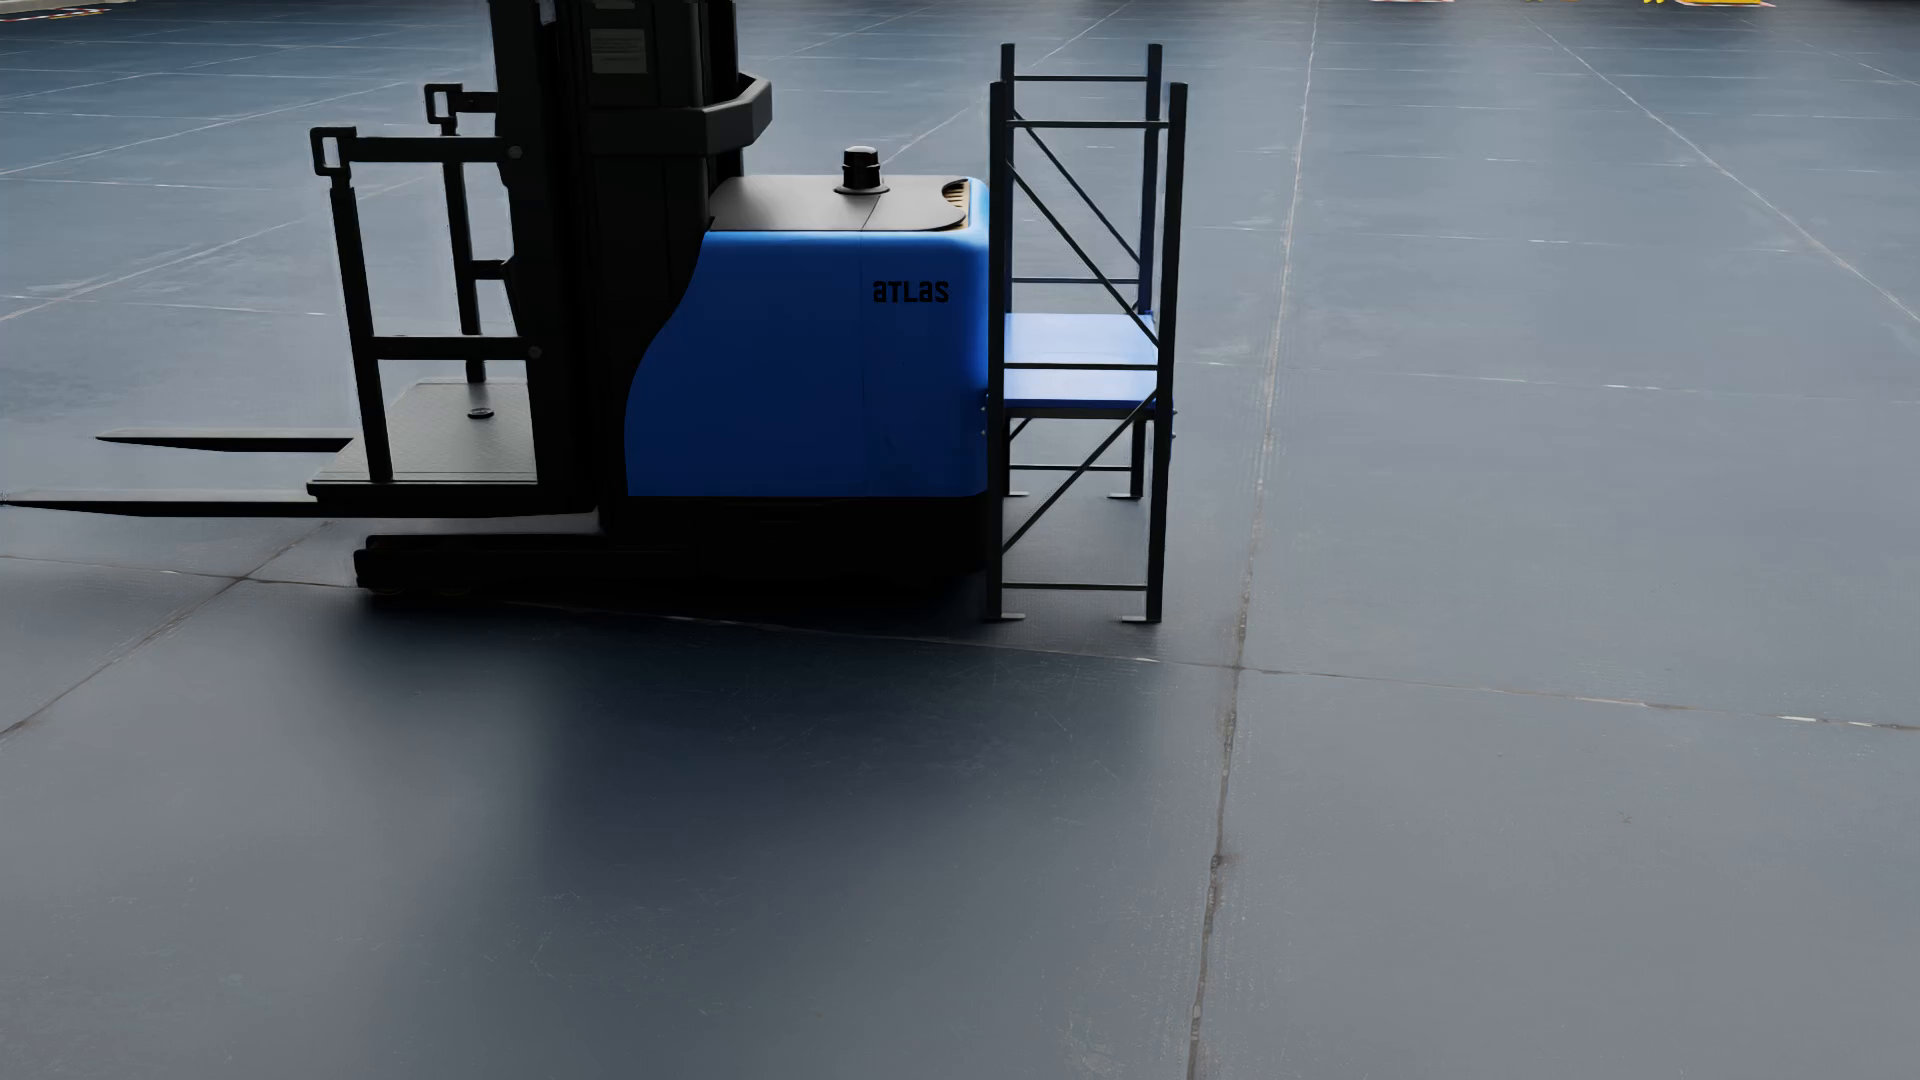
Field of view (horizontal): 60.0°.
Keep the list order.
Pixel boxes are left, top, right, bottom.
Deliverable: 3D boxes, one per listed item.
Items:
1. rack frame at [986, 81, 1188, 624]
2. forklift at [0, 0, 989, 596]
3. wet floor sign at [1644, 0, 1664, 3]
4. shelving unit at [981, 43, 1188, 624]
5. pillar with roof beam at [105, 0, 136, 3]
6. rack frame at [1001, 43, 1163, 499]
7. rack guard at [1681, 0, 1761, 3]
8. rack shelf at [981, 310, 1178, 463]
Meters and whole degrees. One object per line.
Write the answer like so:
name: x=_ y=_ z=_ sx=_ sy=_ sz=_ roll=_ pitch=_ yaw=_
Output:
rack frame: x=0.327 y=-0.467 z=4.505 sx=0.500 sy=1.500 sz=0.032 roll=1 pitch=22 yaw=3
forklift: x=-1.412 y=-1.390 z=4.881 sx=3.031 sy=2.935 sz=1.130 roll=0 pitch=22 yaw=1
wet floor sign: x=11.347 y=-9.092 z=27.066 sx=0.267 sy=0.644 sz=0.232 roll=13 pitch=25 yaw=29
shelving unit: x=0.352 y=-0.657 z=4.976 sx=0.538 sy=1.500 sz=1.048 roll=1 pitch=22 yaw=3
pillar with roof beam: x=-9.530 y=-12.643 z=24.700 sx=9.100 sy=9.000 sz=0.400 roll=4 pitch=22 yaw=11
rack frame: x=0.378 y=-0.846 z=5.447 sx=0.500 sy=1.500 sz=0.032 roll=1 pitch=22 yaw=3
rack guard: x=12.448 y=-9.041 z=27.132 sx=1.175 sy=0.500 sz=0.348 roll=4 pitch=22 yaw=11
rack shelf: x=0.352 y=-0.490 z=5.043 sx=0.538 sy=0.185 sz=1.000 roll=1 pitch=22 yaw=3
